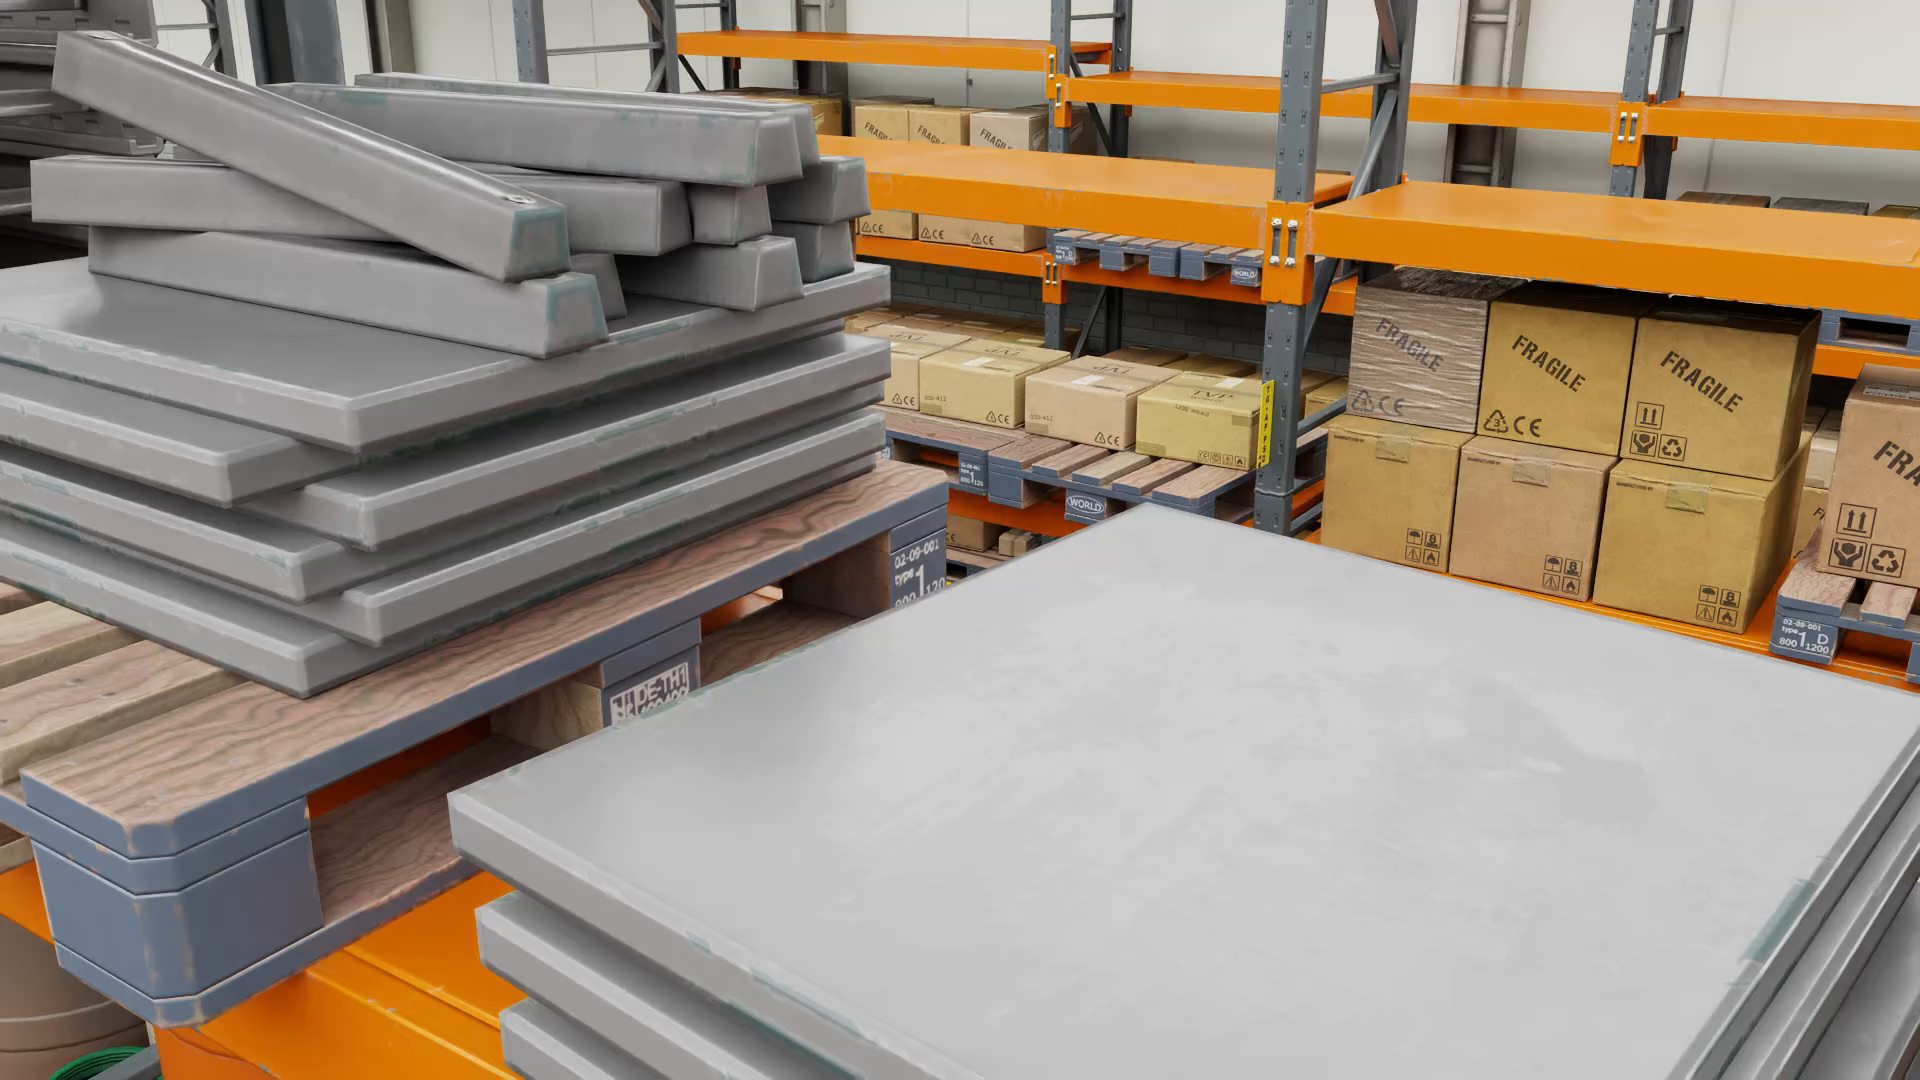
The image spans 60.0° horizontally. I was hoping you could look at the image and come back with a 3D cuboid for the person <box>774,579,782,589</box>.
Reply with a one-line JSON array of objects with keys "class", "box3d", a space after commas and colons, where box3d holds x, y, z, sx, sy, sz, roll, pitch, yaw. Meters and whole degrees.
[{"class": "person", "box3d": [-1.165, 0.029, 12.220, 0.594, 1.721, 0.418, 11, 23, 29]}]
